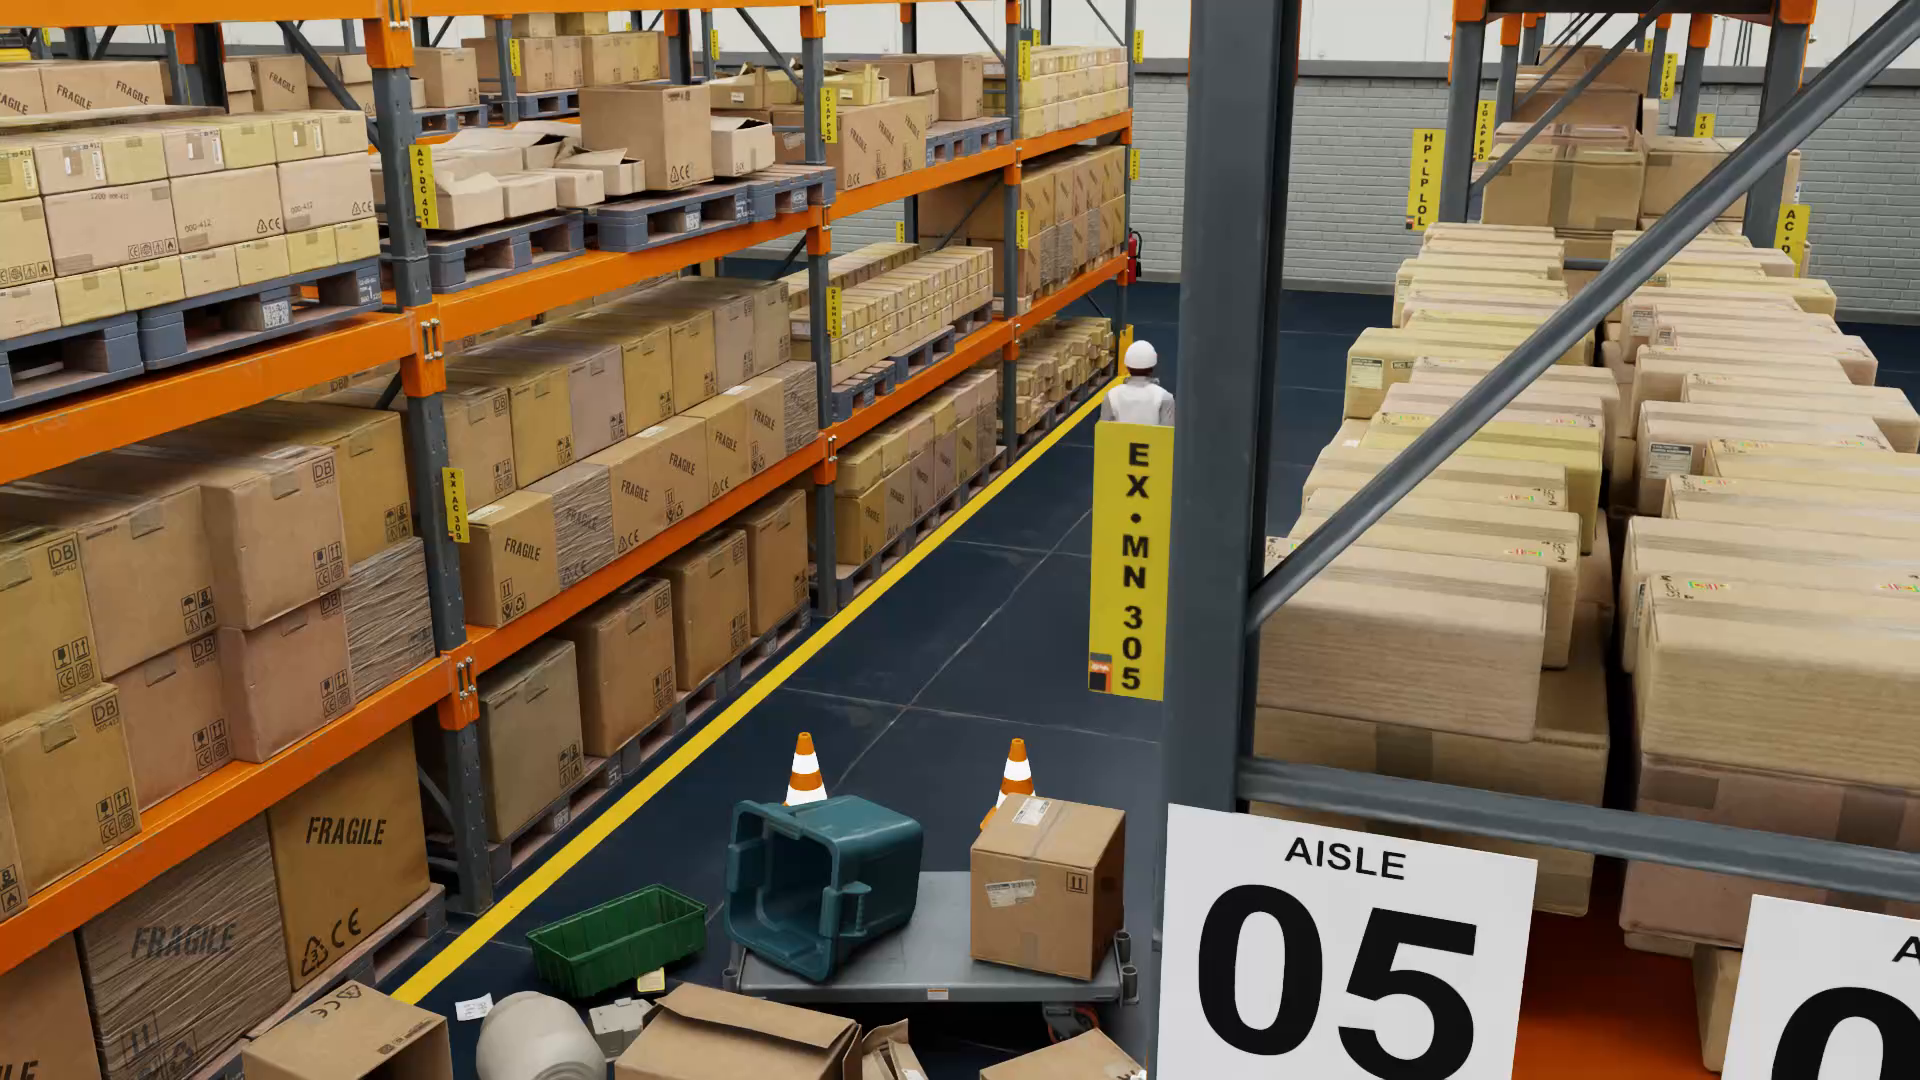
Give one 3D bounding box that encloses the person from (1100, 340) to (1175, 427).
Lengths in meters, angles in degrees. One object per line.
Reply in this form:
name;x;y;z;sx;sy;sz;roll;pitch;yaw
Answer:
person;1.211;-0.459;11.412;0.560;1.830;0.524;4;19;12
